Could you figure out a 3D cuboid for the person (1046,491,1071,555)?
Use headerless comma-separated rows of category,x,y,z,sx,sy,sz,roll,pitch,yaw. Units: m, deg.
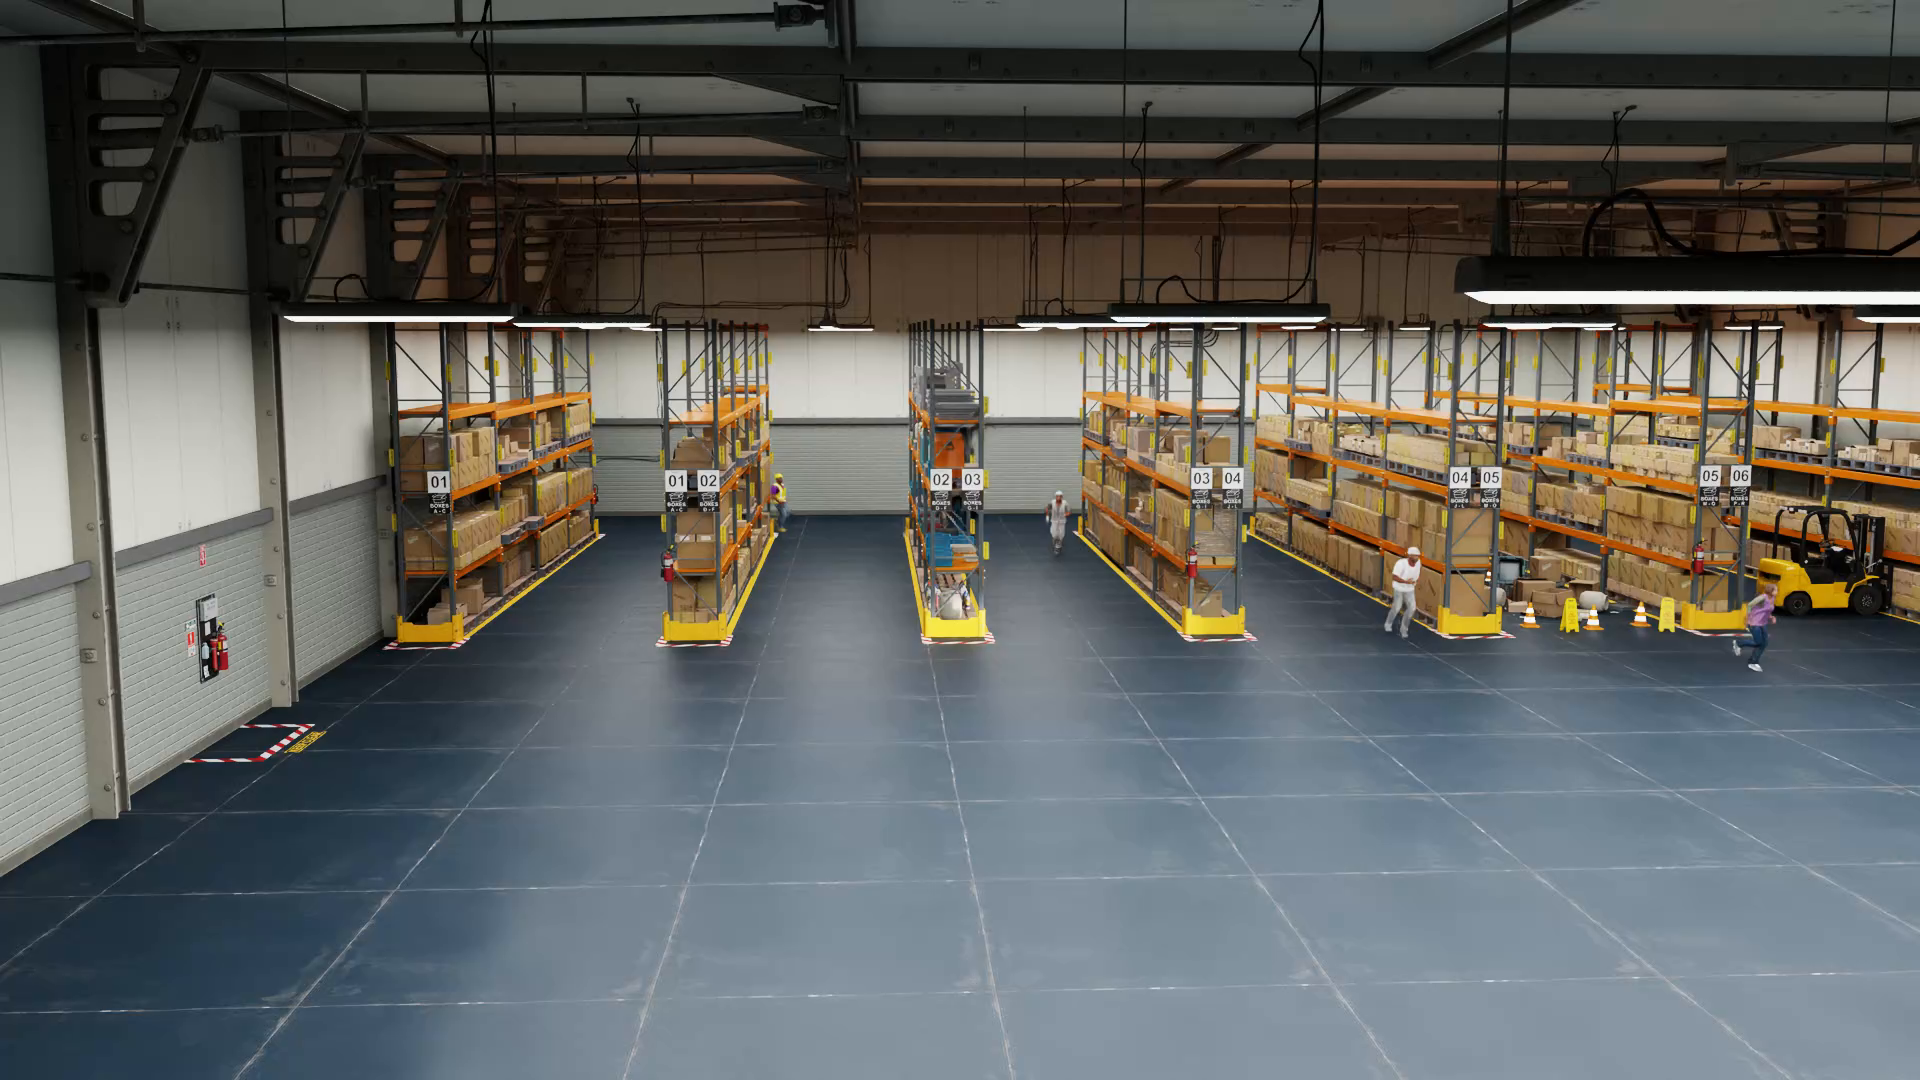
person,2.533,-0.429,42.772,0.621,1.699,0.720,0,7,-1

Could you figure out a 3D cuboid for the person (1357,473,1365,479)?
person,12.018,-1.215,49.862,0.673,1.615,0.508,-1,7,-10

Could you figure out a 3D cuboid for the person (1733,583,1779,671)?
person,13.662,1.468,28.562,0.533,1.537,0.718,-5,9,-37

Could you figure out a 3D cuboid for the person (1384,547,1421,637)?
person,8.493,1.005,31.668,0.753,1.806,0.833,-3,7,-19

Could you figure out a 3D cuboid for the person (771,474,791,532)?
person,-5.198,-1.085,48.313,0.528,1.700,0.701,3,8,20
